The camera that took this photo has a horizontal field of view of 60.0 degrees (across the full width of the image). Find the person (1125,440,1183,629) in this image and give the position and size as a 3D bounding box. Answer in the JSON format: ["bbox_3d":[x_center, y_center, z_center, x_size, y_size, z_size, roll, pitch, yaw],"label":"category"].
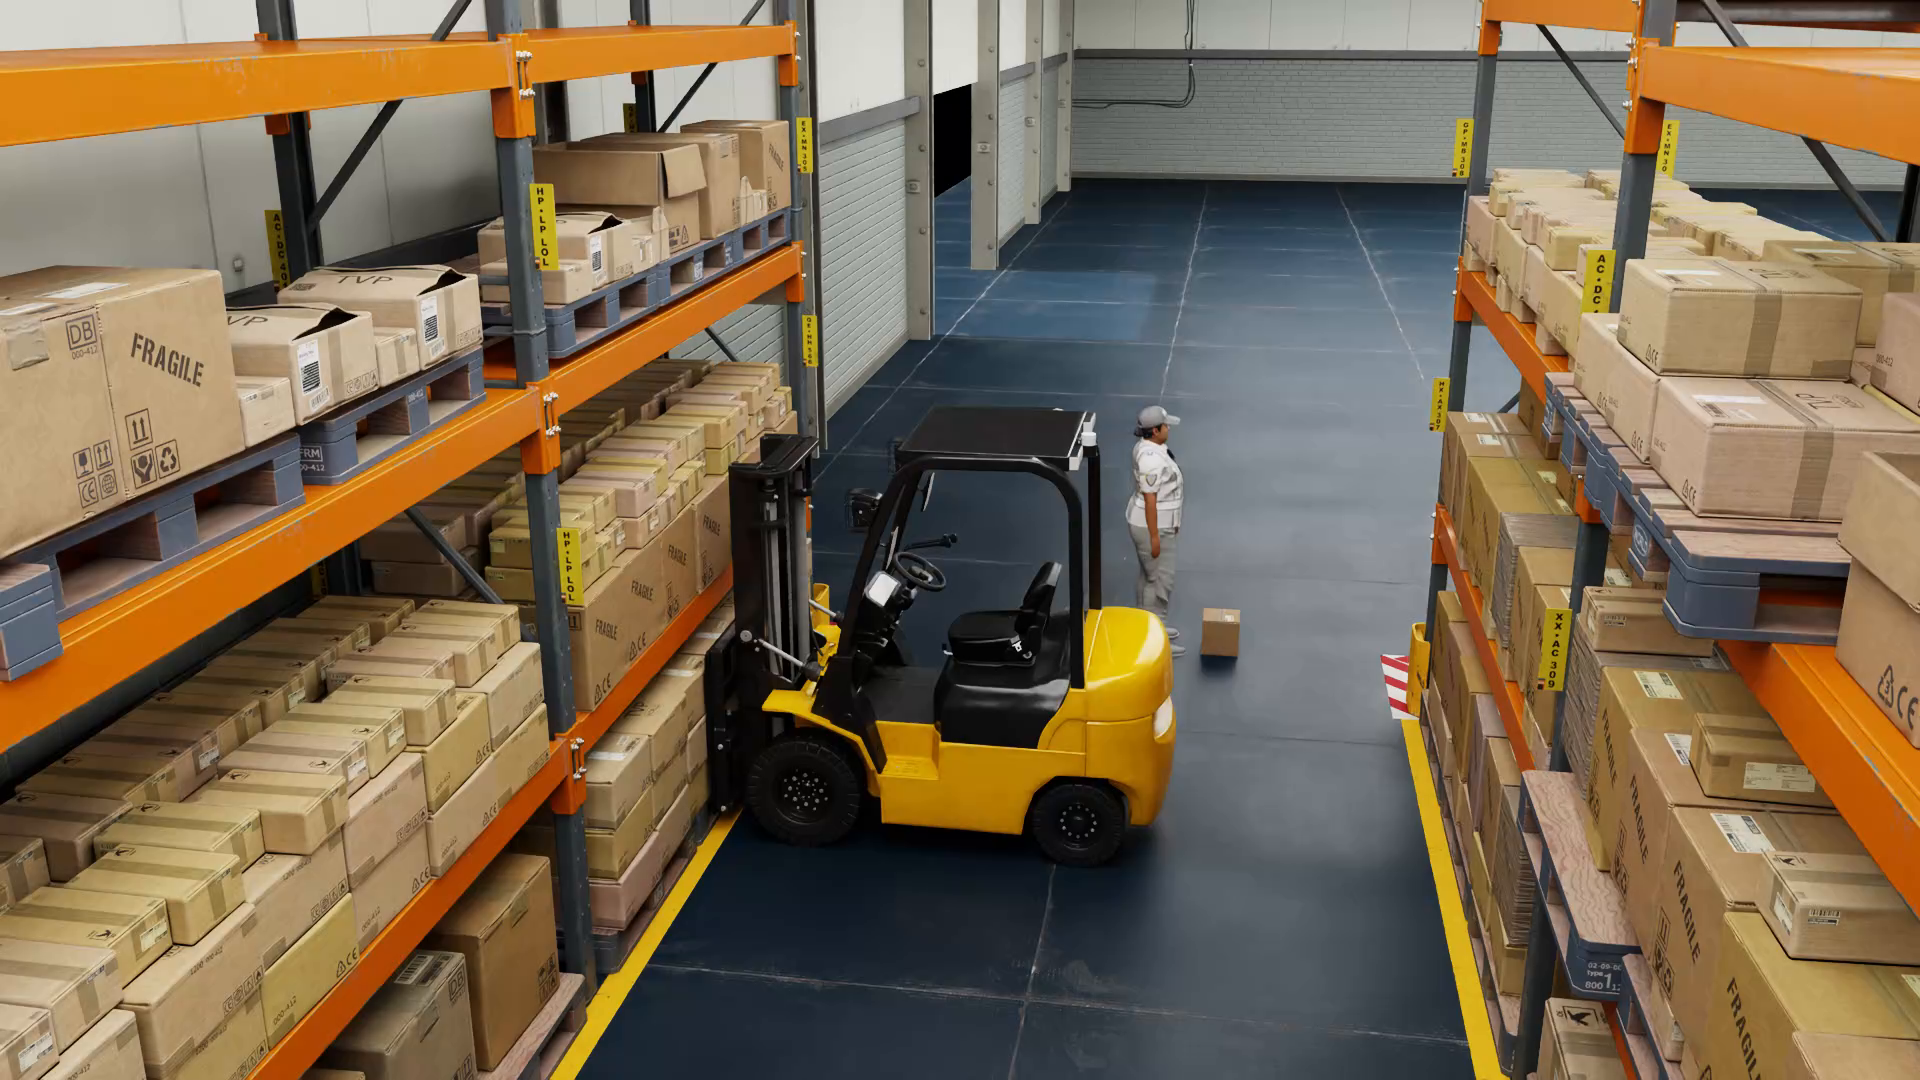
[{"bbox_3d":[1.309,-0.007,11.255,0.379,1.364,0.433,1,18,2],"label":"person"}]
